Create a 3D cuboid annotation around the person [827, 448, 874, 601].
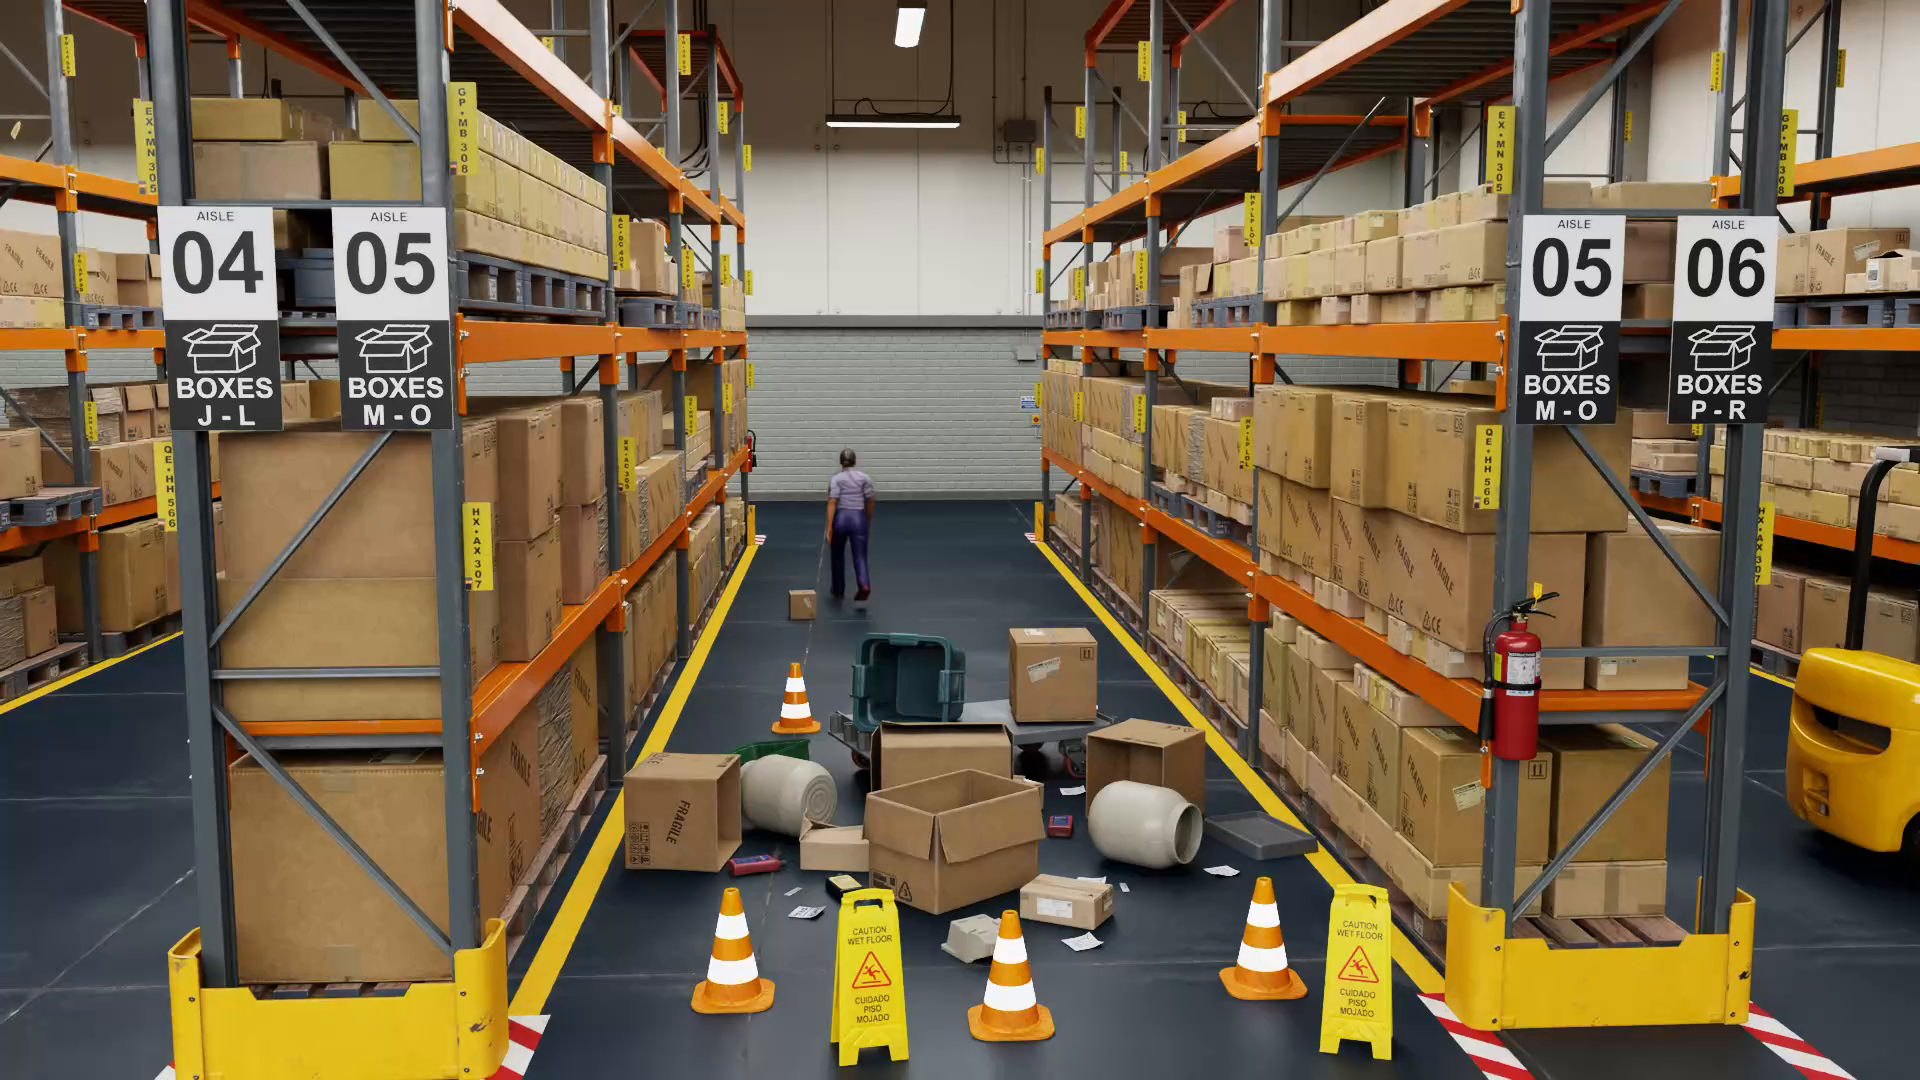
[{"bbox_3d":[-1.132,-0.152,17.181,0.517,1.585,1.048,-1,7,-9],"label":"person"}]
